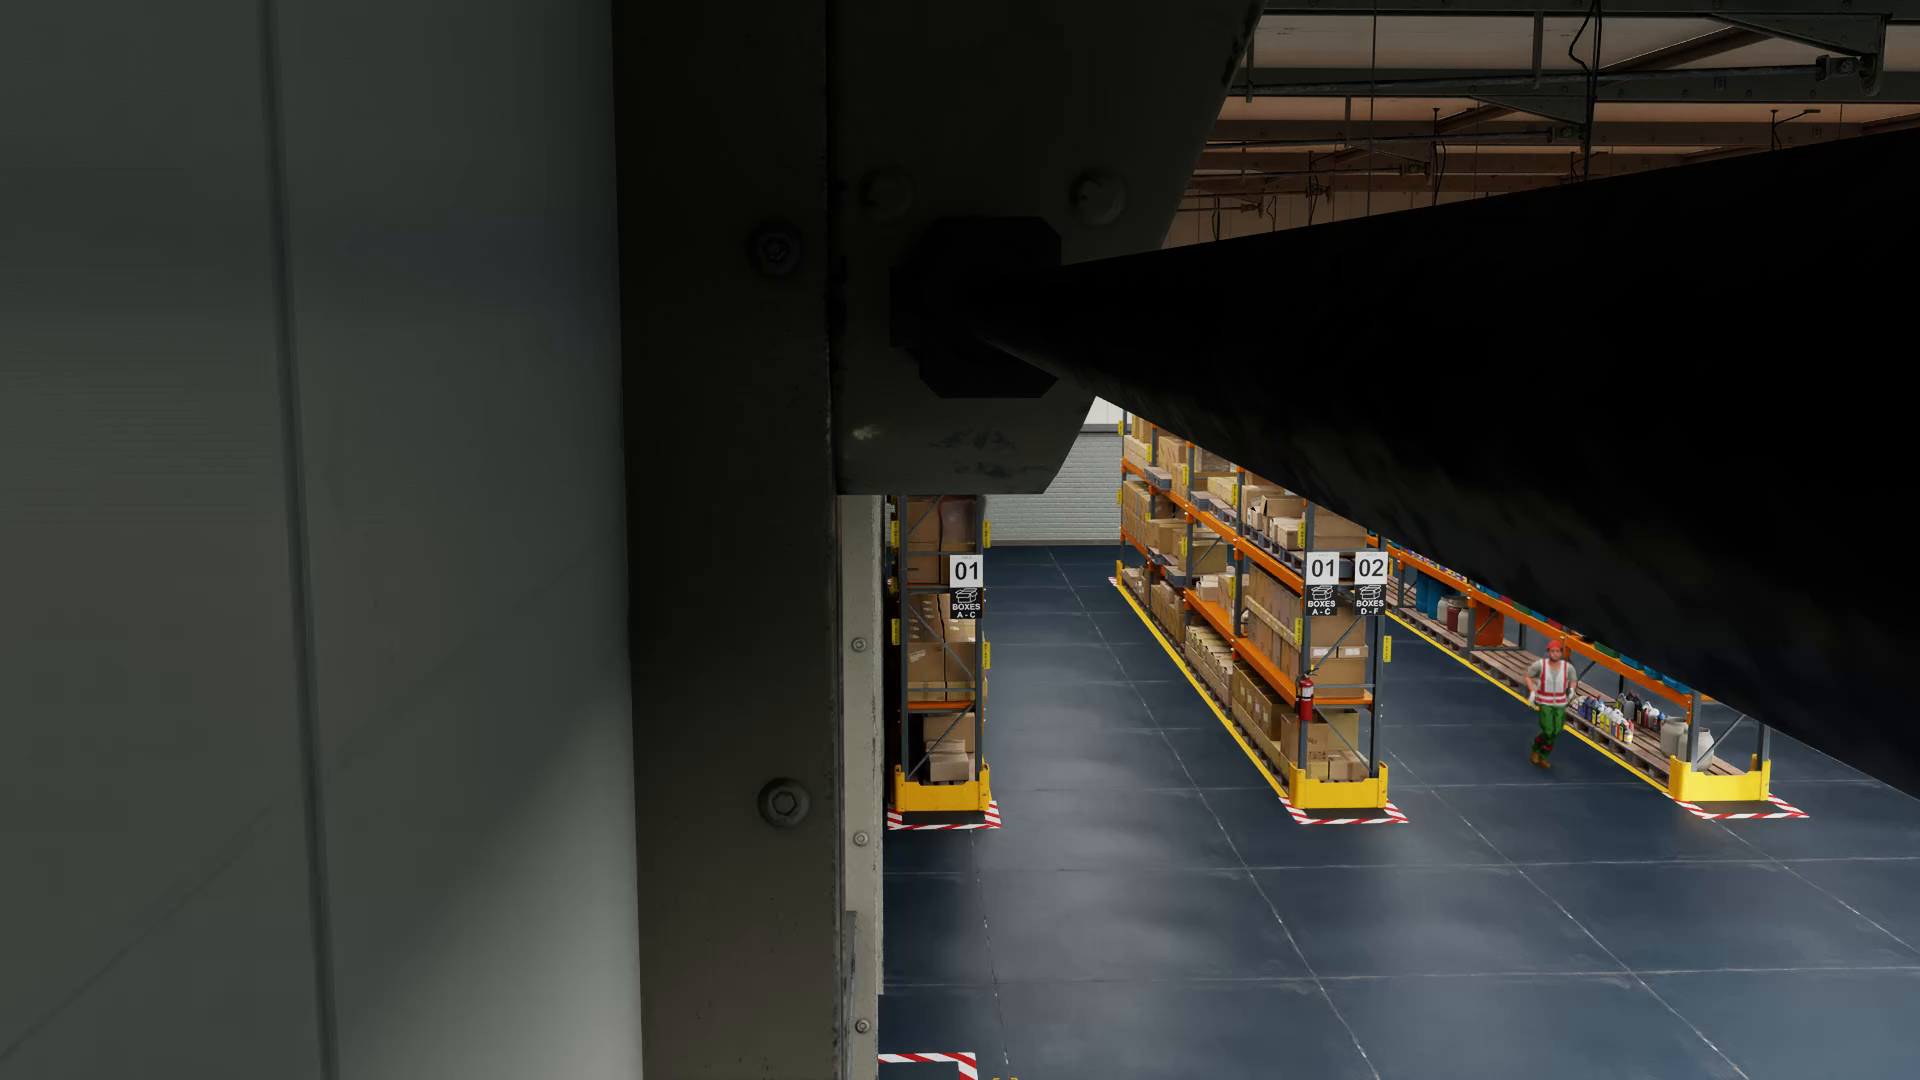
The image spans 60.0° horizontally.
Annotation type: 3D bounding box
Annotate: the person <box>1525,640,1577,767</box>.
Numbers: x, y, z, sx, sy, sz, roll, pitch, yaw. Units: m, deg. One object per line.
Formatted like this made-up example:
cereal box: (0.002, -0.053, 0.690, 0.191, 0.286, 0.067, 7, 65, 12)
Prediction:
person: (7.903, 2.206, 22.151, 0.632, 1.747, 0.600, 1, 8, 4)
